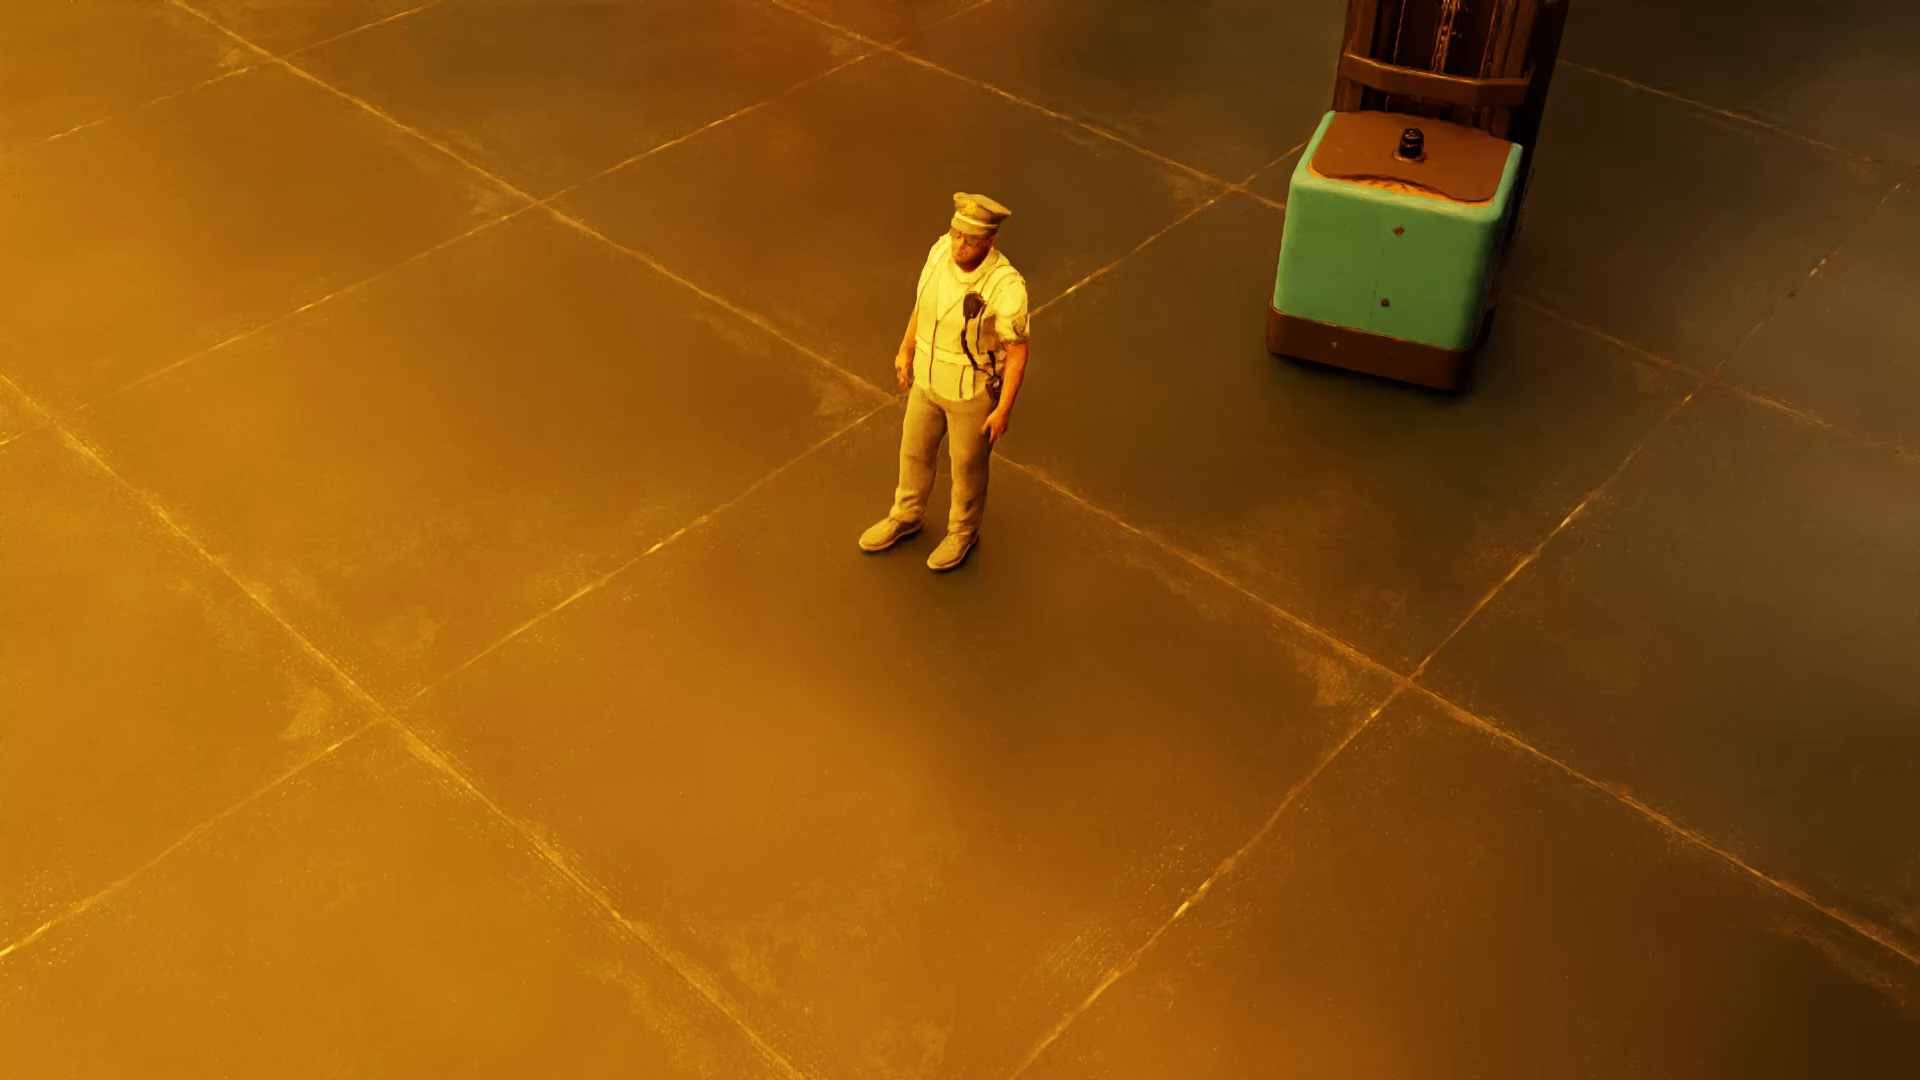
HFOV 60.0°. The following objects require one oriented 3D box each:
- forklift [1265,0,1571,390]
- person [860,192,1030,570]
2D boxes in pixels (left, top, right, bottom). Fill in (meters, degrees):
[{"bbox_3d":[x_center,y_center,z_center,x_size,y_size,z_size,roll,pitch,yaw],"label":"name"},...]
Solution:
[{"bbox_3d":[2.640,-2.840,8.739,1.130,2.935,3.031,15,43,17],"label":"forklift"},{"bbox_3d":[-0.061,-0.650,7.056,0.640,1.781,0.574,31,49,31],"label":"person"}]
